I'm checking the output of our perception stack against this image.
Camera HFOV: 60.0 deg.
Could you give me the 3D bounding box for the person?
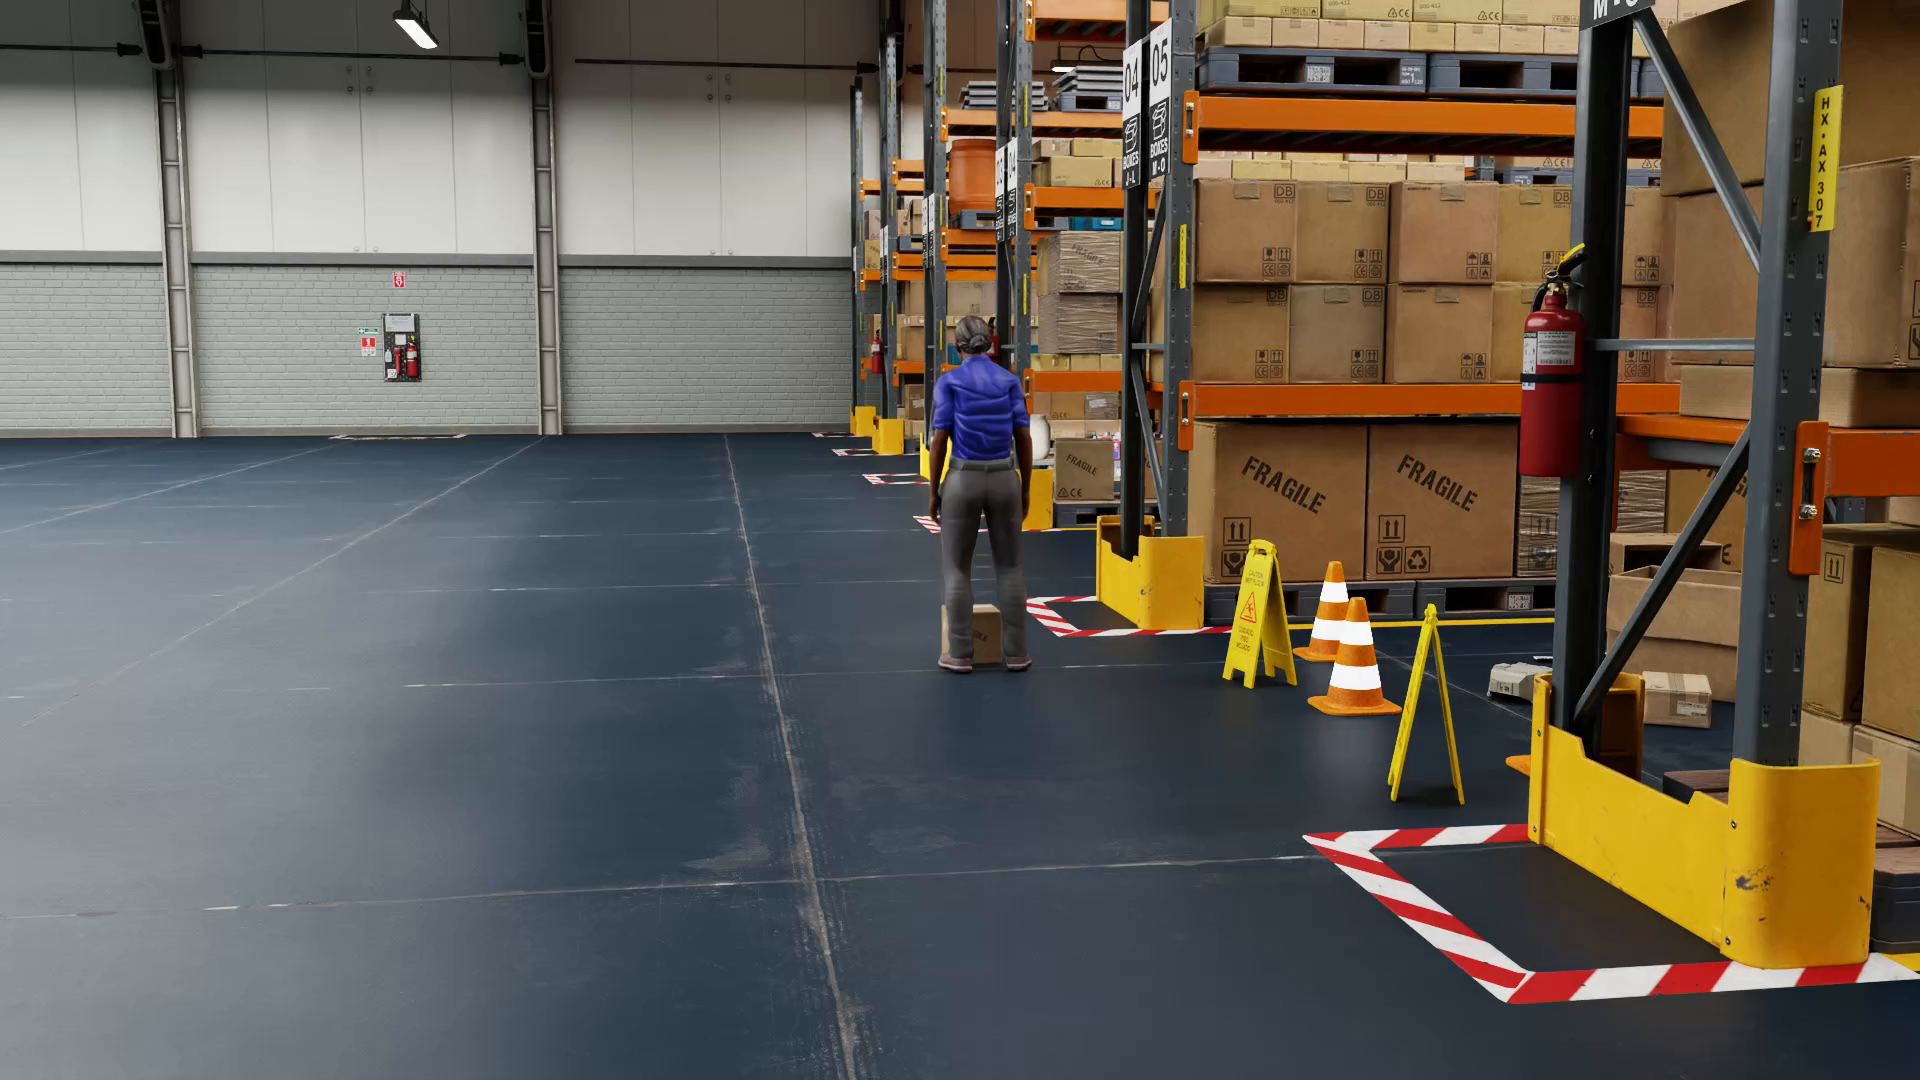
[{"bbox_3d":[0.103,-0.208,7.728,0.518,1.638,0.349,-1,7,-12],"label":"person"}]
